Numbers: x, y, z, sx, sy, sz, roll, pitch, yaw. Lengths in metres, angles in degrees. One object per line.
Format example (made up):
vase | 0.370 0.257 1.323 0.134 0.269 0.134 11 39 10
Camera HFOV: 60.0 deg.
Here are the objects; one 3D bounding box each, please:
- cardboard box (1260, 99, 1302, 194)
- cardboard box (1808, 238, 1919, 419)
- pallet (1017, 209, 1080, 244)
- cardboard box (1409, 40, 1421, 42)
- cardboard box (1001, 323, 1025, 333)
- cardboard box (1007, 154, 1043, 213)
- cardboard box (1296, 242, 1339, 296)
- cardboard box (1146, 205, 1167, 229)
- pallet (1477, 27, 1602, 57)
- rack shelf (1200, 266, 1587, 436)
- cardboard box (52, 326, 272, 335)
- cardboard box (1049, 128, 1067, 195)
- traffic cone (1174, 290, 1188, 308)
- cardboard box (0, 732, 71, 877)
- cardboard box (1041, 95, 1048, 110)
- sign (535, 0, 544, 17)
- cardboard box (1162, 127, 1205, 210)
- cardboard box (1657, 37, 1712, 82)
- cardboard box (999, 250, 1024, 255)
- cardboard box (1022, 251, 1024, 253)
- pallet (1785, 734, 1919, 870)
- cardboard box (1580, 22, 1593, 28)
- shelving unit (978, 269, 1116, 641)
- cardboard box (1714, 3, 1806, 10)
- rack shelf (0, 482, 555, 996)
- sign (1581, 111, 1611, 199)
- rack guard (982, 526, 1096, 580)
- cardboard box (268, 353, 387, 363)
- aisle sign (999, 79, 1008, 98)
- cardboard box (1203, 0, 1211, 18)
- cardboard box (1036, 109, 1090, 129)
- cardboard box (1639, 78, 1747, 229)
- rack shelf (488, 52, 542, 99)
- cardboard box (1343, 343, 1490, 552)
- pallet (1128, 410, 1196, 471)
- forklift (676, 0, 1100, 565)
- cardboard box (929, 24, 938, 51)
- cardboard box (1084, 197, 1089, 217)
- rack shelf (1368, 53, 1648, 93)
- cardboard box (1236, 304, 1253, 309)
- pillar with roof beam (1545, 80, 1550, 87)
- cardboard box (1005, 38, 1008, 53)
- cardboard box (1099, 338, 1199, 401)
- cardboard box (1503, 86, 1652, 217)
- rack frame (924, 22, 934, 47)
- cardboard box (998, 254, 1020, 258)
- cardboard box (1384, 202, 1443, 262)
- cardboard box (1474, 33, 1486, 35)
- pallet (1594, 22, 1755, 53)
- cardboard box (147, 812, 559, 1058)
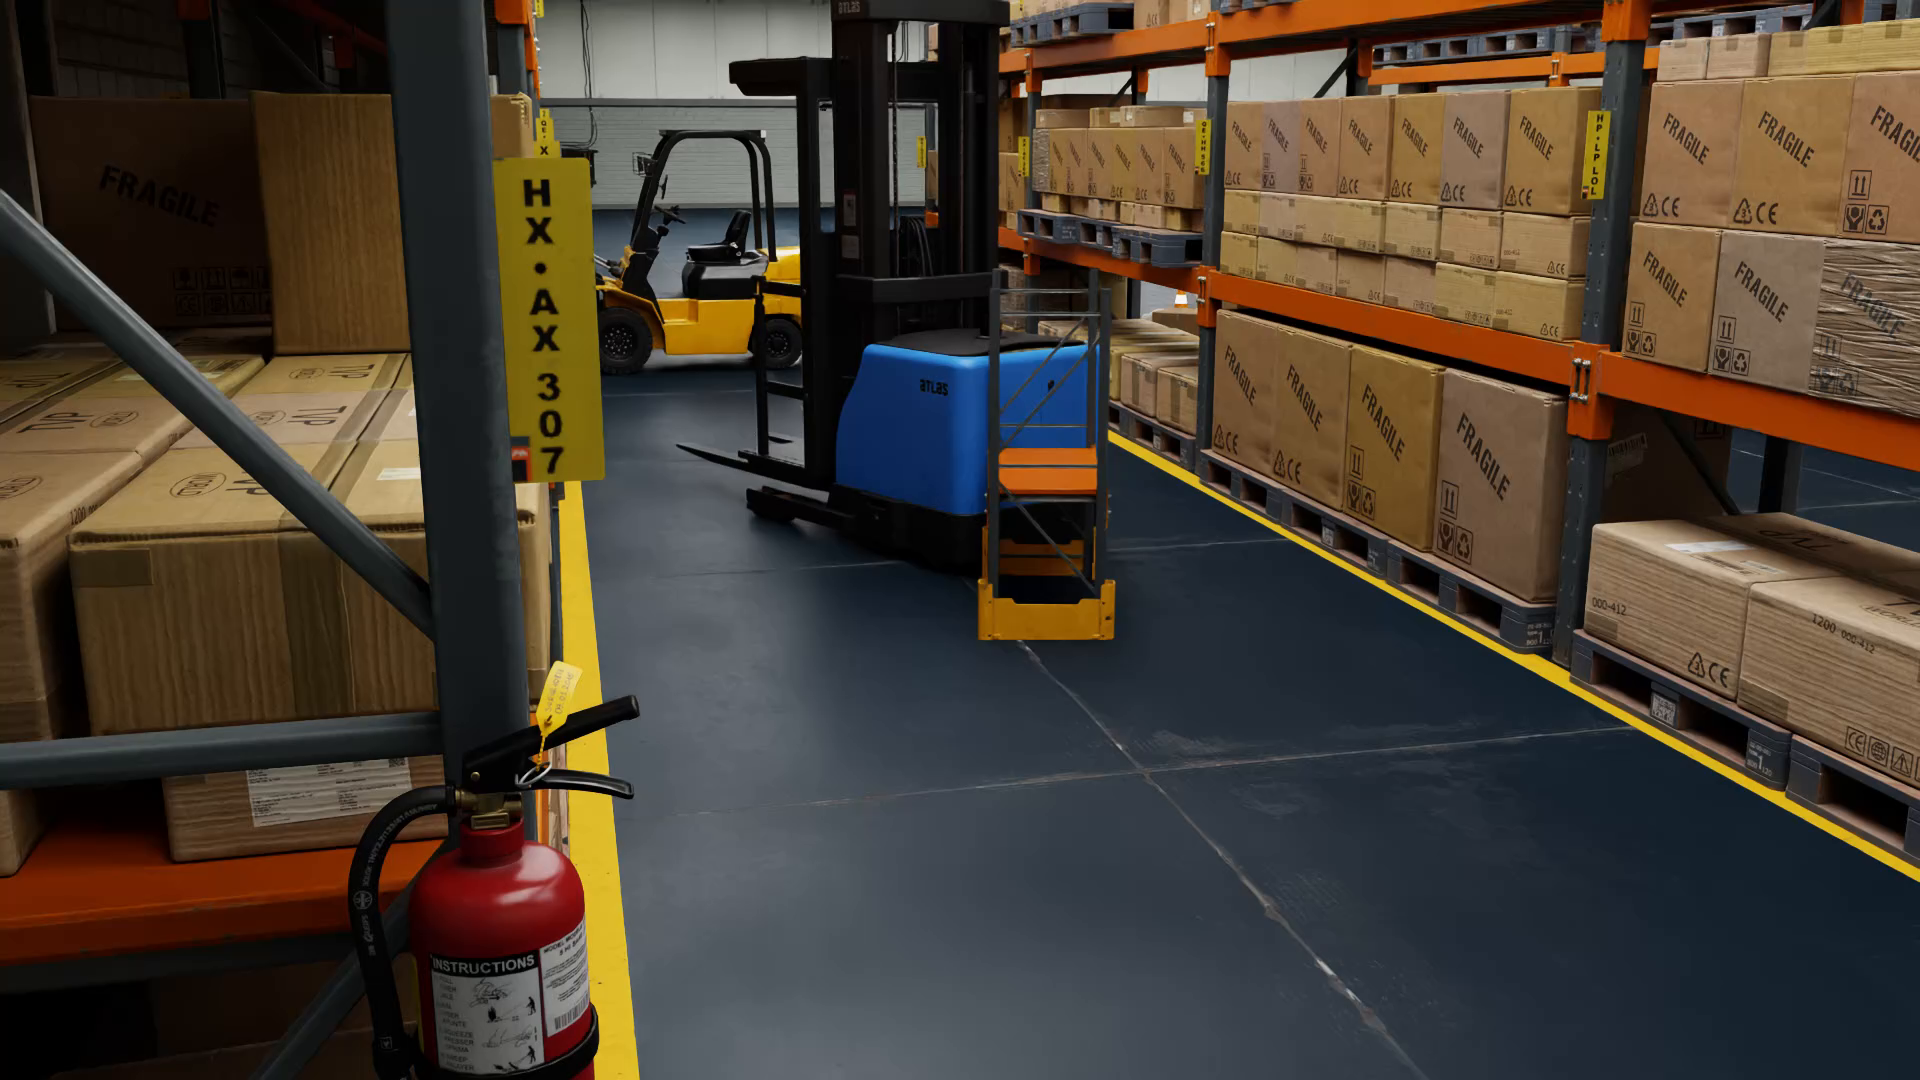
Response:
cardboard box | 2.005 -2.184 9.227 0.500 0.500 0.500 -3 14 -13
cardboard box | 3.021 -0.662 5.106 0.500 0.500 0.500 -3 14 -13
pallet | 1.100 -2.536 13.390 1.003 0.211 1.213 -3 14 -13
cardboard box | 4.917 -5.293 17.386 0.380 0.149 0.250 -3 14 -13
cardboard box | 0.662 -1.803 14.896 0.500 0.250 0.500 -3 14 -11
cardboard box | 0.716 -3.095 14.438 0.500 0.500 0.500 -4 14 -15
cardboard box | 2.127 -1.452 8.866 0.500 0.250 0.500 -3 14 -11
cardboard box | 1.460 -2.148 11.045 0.380 0.149 0.250 -3 14 -14
pallet | 5.668 -4.716 15.776 1.003 0.211 1.213 -3 14 -13
rack shelf | 2.471 -1.080 8.542 1.077 0.370 4.000 -3 14 -13
cardboard box | -1.786 -0.398 3.926 0.500 0.250 0.500 -3 14 -12
cardboard box | 1.011 -2.971 13.044 0.500 0.500 0.500 -3 14 -13
traffic cone | 2.476 -2.617 18.663 0.336 0.463 0.334 -3 14 -13
cardboard box | -1.283 0.293 1.937 0.380 0.149 0.250 -3 14 -14
cardboard box | 1.071 -3.725 14.909 0.700 0.500 0.500 -3 14 -13
sign | -4.171 -5.334 16.422 0.100 0.325 0.005 -3 14 -13
cardboard box | 1.624 -2.377 10.614 0.500 0.500 0.500 -4 14 -15
cardboard box | 2.763 -1.730 6.003 0.380 0.149 0.250 -3 14 -14
cardboard box | 0.690 -2.678 16.898 0.500 0.500 0.500 -3 14 -11
cardboard box | 0.832 -2.914 16.494 0.380 0.149 0.250 -3 14 -11
pallet | 3.333 0.849 5.009 1.003 0.211 1.213 -3 14 -13
cardboard box | 6.032 -4.863 15.625 0.380 0.149 0.250 -3 14 -13
shelving unit | 0.387 -0.425 7.507 0.587 1.500 1.083 0 14 2
cardboard box | 6.109 -4.333 12.718 0.500 0.500 0.500 -3 14 -13
rack shelf | -1.414 0.121 3.629 1.077 0.370 4.000 -3 14 -13
sign | 2.416 -1.459 6.307 0.100 0.325 0.005 -3 14 -13
rack guard | 0.401 0.064 8.139 0.587 0.250 0.087 0 14 2
cardboard box | -1.170 -0.309 3.559 0.500 0.250 0.500 -4 14 -15
aisle sign | 0.390 -5.029 17.715 0.394 0.787 0.004 -3 14 -13
cardboard box | 1.723 -3.287 10.269 0.380 0.149 0.250 -3 14 -13
cardboard box | 0.829 -3.397 13.423 0.380 0.149 0.250 -3 14 -13
cardboard box | 2.817 -1.379 5.933 0.500 0.500 0.500 -3 14 -13
rack shelf | -4.232 -4.105 14.604 1.077 0.370 4.000 -3 14 -13
cardboard box | 2.498 -0.486 8.189 0.875 0.875 0.875 -3 14 -12
pallet | 1.819 -0.716 11.414 1.003 0.211 1.213 -3 14 -13
forklift | -0.560 -1.586 9.243 1.130 2.935 3.031 -11 18 -39
cardboard box | -0.018 -5.134 16.990 0.500 0.250 0.500 -4 14 -14
cardboard box | 1.152 -2.512 12.534 0.380 0.149 0.250 -3 14 -13
rack shelf | 5.380 -4.682 16.965 1.077 0.370 4.000 -3 14 -13
cardboard box | 2.785 -2.073 14.763 0.500 0.500 0.500 -3 14 -13
pillar with roof beam | 13.975 -14.599 49.720 9.100 9.000 0.548 -3 14 -13
cardboard box | 0.620 -4.386 14.769 0.380 0.149 0.250 -4 14 -15
cardboard box | 1.525 -1.294 12.555 0.950 0.372 0.625 -3 14 -11
cardboard box | 2.592 -1.591 6.802 0.500 0.500 0.500 -3 14 -11
rack frame | 0.122 -6.650 17.187 1.000 3.000 0.127 -3 14 -13
cardboard box | 0.286 -2.525 16.271 0.500 0.500 0.500 -3 14 -12
cardboard box | 2.349 -1.460 7.845 0.500 0.250 0.500 -3 14 -12
cardboard box | 5.215 -5.001 16.189 0.380 0.149 0.250 -3 14 -12
pallet | 6.113 -4.268 14.159 0.805 0.209 1.217 -4 14 -15
cardboard box | -1.158 0.897 3.317 0.700 0.500 0.500 -3 14 -11
